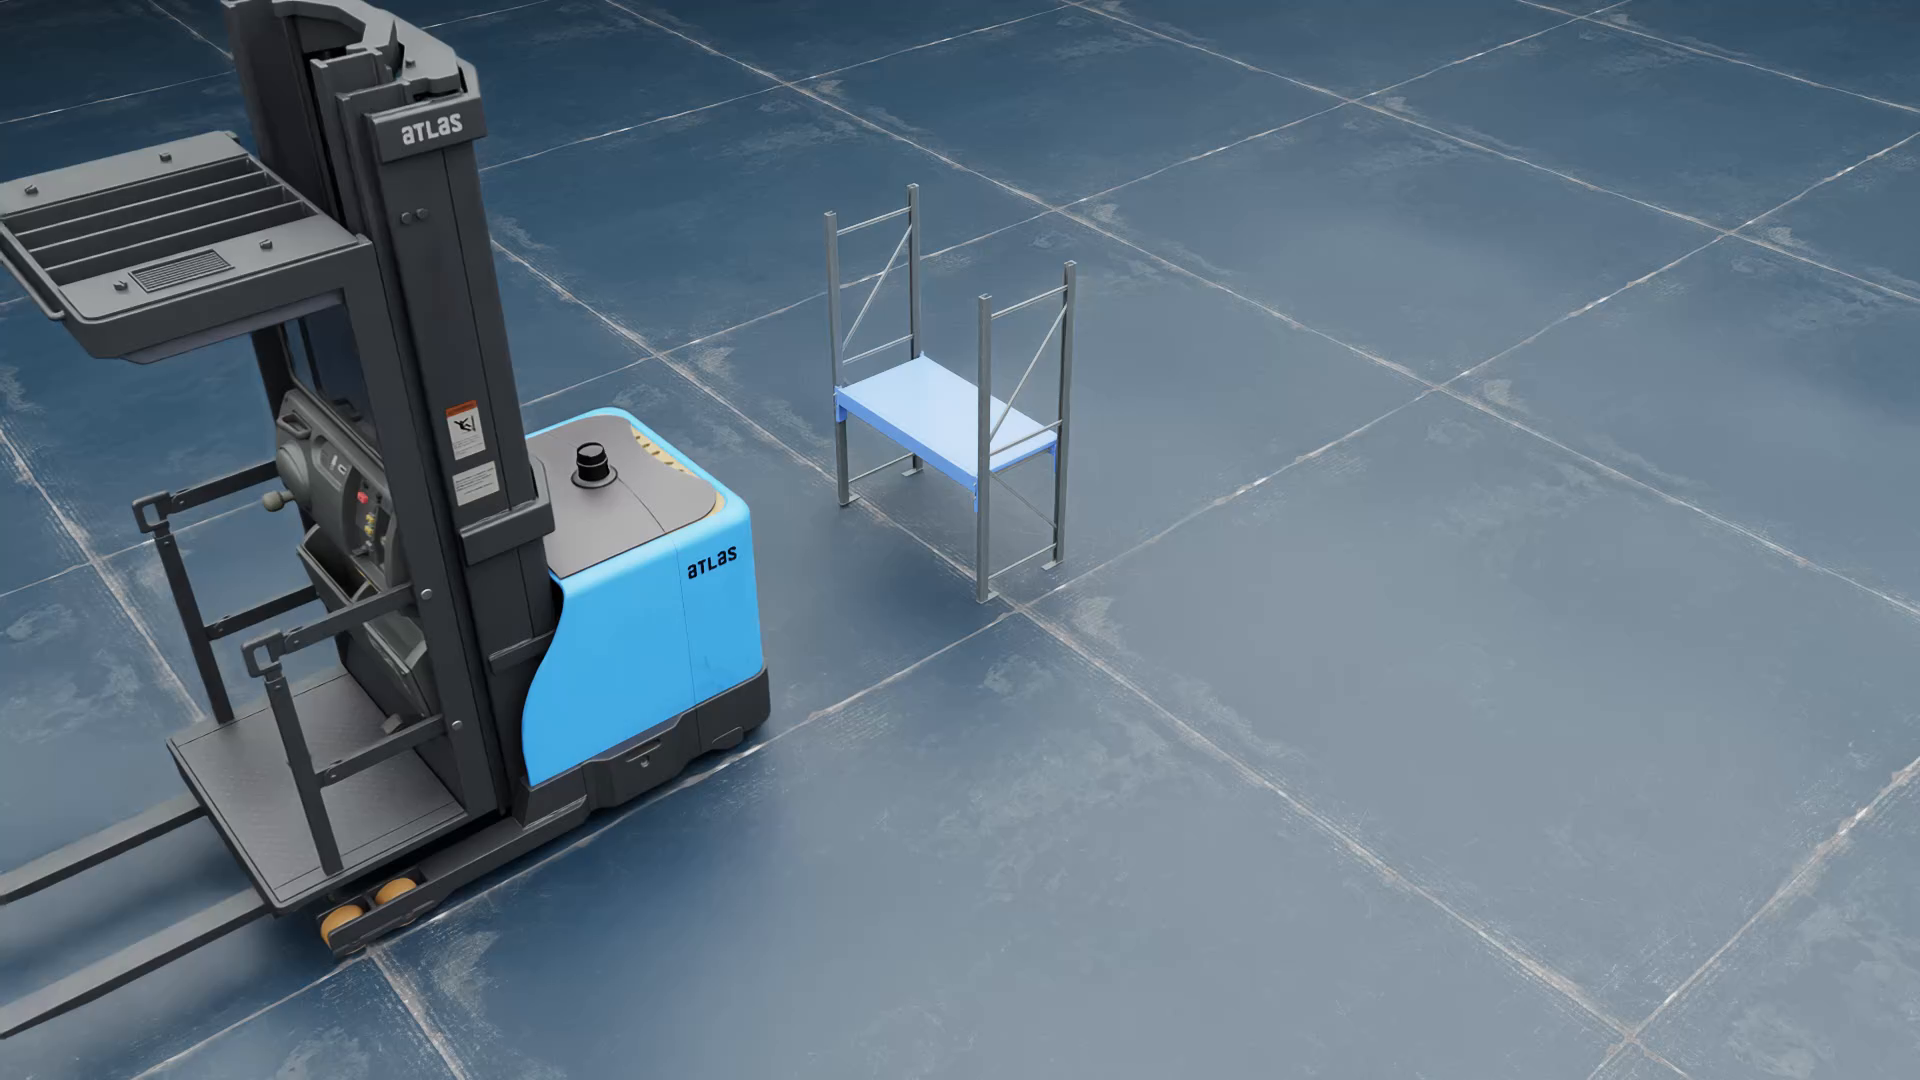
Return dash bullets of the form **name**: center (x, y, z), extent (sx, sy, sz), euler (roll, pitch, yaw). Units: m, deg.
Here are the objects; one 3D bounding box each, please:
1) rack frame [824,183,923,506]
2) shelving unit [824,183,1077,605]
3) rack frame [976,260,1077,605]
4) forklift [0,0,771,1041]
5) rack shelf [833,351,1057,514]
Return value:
- **rack frame**: center (-0.383, -0.874, 7.687), extent (0.500, 1.500, 0.032), euler (-26, 43, -32)
- **shelving unit**: center (-0.055, -0.650, 7.370), extent (0.538, 1.500, 1.048), euler (-26, 43, -32)
- **rack frame**: center (0.273, -0.425, 7.053), extent (0.500, 1.500, 0.032), euler (-26, 43, -32)
- **forklift**: center (-2.212, -0.115, 5.376), extent (3.031, 2.935, 1.130), euler (-26, 43, -32)
- **rack shelf**: center (-0.055, -0.503, 7.474), extent (0.538, 0.185, 1.000), euler (-26, 43, -32)
